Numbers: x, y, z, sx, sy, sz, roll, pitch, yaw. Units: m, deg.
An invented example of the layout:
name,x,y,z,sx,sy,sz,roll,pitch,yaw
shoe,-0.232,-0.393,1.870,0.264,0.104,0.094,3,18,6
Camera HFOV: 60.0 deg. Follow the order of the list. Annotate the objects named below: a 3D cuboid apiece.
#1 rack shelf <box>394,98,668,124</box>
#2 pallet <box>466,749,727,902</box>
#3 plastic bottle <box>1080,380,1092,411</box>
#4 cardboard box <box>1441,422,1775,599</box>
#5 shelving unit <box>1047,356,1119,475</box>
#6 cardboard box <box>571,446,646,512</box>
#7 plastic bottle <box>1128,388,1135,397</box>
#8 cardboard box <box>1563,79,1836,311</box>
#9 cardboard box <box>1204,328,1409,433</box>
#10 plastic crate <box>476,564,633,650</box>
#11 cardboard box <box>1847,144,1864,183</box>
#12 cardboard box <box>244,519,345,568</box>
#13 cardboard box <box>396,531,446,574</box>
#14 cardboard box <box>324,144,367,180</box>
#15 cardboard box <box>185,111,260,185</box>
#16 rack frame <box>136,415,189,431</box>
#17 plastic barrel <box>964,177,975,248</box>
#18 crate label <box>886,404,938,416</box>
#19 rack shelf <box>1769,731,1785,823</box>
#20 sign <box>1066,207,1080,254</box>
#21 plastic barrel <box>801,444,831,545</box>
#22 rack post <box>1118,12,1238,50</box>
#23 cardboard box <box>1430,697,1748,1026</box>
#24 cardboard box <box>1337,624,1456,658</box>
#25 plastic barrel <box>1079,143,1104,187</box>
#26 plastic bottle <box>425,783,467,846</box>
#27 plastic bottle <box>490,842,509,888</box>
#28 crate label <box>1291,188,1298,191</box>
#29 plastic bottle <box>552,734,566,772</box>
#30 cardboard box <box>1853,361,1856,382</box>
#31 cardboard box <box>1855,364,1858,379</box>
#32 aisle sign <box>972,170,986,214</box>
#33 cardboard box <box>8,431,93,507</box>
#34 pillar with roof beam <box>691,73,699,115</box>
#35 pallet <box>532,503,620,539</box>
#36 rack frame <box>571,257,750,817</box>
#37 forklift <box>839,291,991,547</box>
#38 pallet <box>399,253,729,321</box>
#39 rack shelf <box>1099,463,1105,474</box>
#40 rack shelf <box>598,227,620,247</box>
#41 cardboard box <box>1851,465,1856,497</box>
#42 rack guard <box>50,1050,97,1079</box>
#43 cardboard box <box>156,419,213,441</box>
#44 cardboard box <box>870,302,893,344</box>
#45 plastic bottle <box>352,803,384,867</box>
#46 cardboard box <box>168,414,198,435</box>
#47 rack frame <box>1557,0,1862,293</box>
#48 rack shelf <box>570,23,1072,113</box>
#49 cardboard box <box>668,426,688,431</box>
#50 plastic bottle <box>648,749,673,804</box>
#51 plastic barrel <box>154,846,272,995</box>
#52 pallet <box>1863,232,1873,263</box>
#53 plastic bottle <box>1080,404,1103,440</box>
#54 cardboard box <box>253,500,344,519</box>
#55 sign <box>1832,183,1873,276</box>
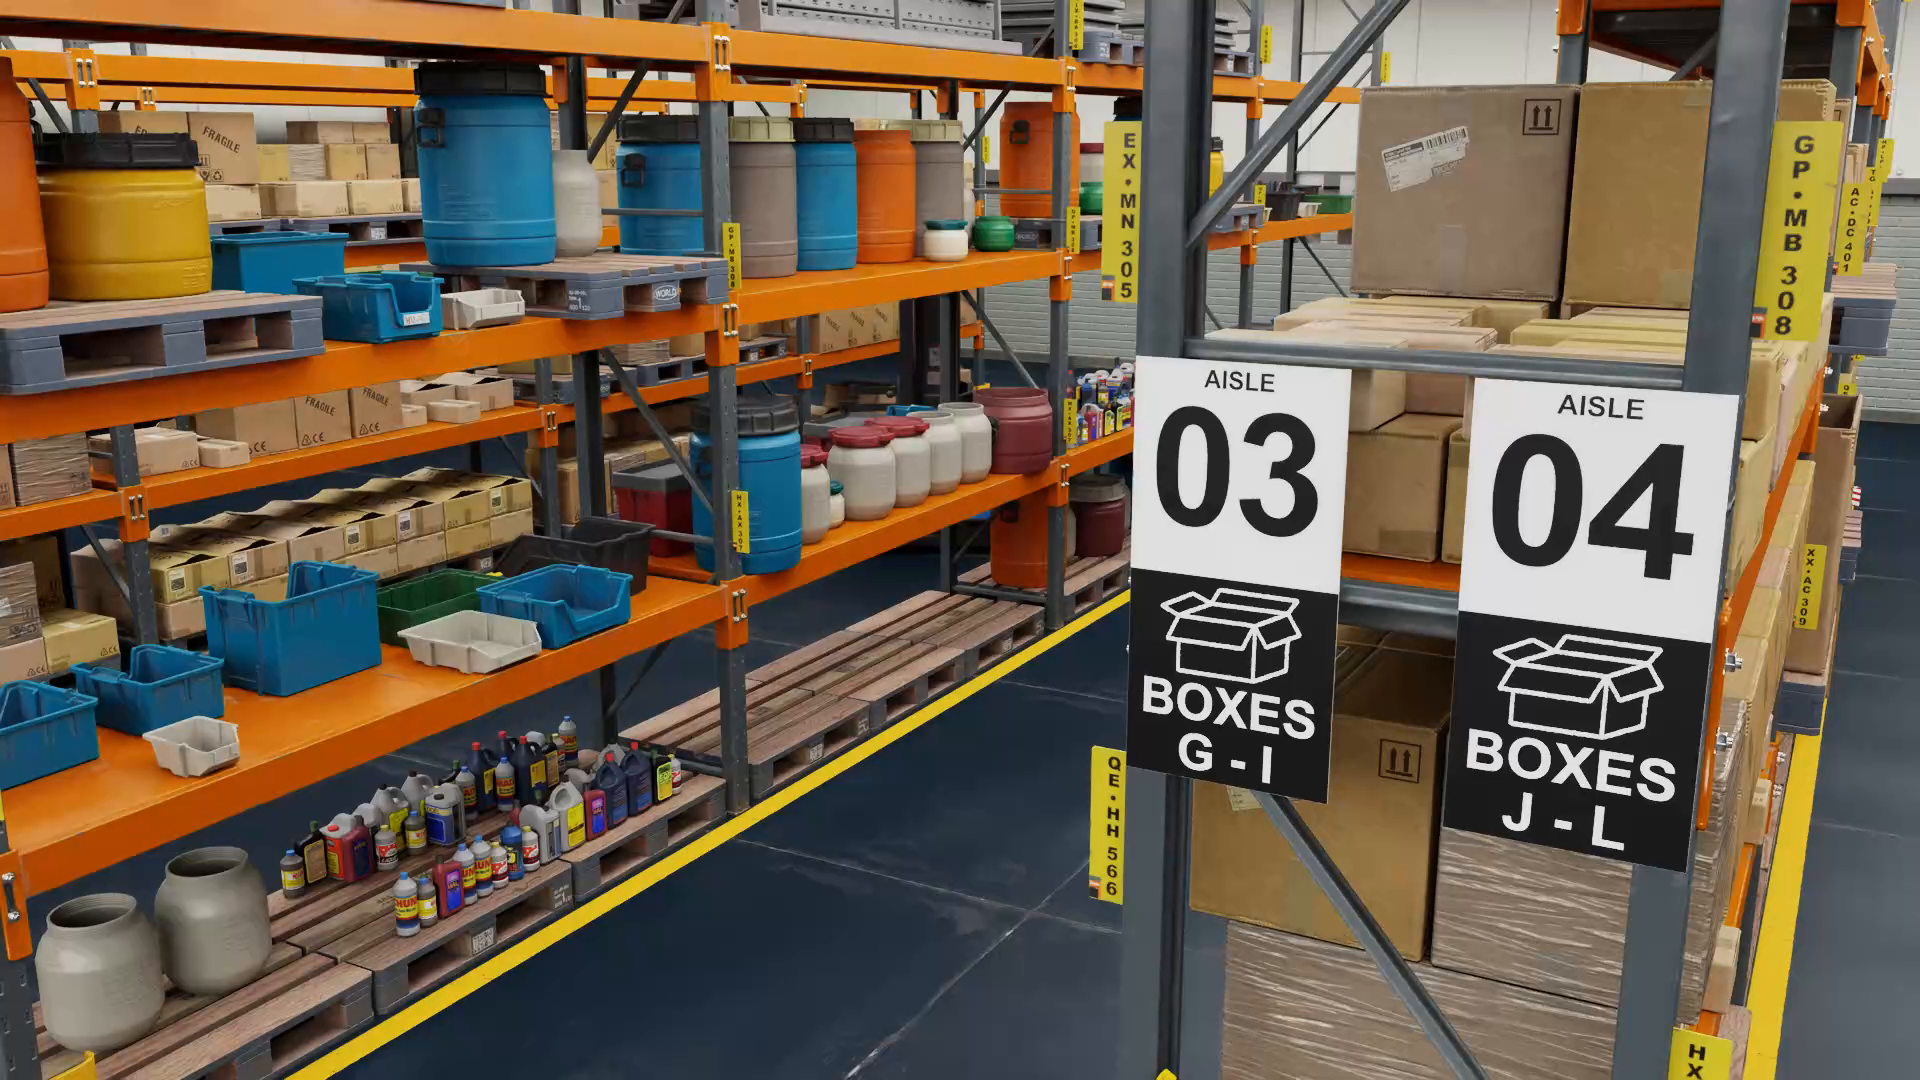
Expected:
name,x,y,z,sx,sy,sz,roll,pitch,yaw
rack shelf,-5.457,-5.571,21.546,1.077,0.370,4.000,7,15,28
pallet,-1.980,1.464,8.727,1.003,0.211,1.213,7,15,28
plastic bottle,1.084,-1.237,14.256,0.097,0.271,0.097,0,14,0
cardboard box,1.243,-0.098,3.175,0.500,0.250,0.500,8,16,30
shelving unit,1.180,-0.951,15.995,0.538,1.500,1.048,4,14,14
cardboard box,-3.301,-0.575,15.630,0.500,0.500,0.500,7,15,26
plastic bottle,1.478,-1.122,13.767,0.152,0.276,0.135,7,15,28
cardboard box,1.738,-0.811,3.900,0.500,0.500,0.500,7,15,28
cardboard box,0.645,-0.314,3.223,0.380,0.149,0.250,7,15,28
plastic crate,-1.916,0.305,7.900,0.499,0.251,0.616,7,15,28
cardboard box,4.148,-1.702,8.227,0.500,0.500,0.500,8,16,29
cardboard box,-5.039,0.008,12.590,0.500,0.311,0.500,7,15,26
cardboard box,-4.552,0.070,13.531,0.500,0.250,0.500,8,16,29
cardboard box,-7.158,-4.219,18.800,0.700,0.500,0.500,7,15,27
cardboard box,-5.365,-2.782,11.814,0.500,0.500,0.500,9,16,33
rack frame,-8.357,-1.968,17.012,1.000,3.000,0.127,7,15,28
plastic barrel,-0.103,-2.329,11.871,0.421,0.512,0.421,0,14,0
crate label,-0.402,-0.689,11.634,0.502,0.435,0.616,7,15,28
rack shelf,3.684,0.476,8.411,1.077,0.370,4.000,7,15,28
sign,0.800,-2.192,11.764,0.100,0.325,0.005,7,15,28
plastic barrel,-0.964,-0.262,9.647,0.433,0.535,0.433,0,14,0
rack post,1.814,-4.376,14.364,0.937,0.300,0.954,7,15,27
cardboard box,1.288,0.596,3.397,0.500,0.500,0.500,7,15,28
cardboard box,1.070,0.434,4.069,0.500,0.500,0.500,7,15,28
plastic barrel,1.040,-2.955,13.519,0.433,0.535,0.433,0,14,0
plastic bottle,-2.527,1.342,8.157,0.152,0.276,0.135,7,15,28
plastic bottle,-2.141,1.495,7.682,0.097,0.201,0.097,0,14,0
crate label,3.454,-3.720,18.197,0.408,0.251,0.502,7,15,28
plastic bottle,-2.205,1.158,9.077,0.097,0.201,0.097,0,14,0
cardboard box,7.777,-1.552,14.972,0.500,0.250,0.500,7,15,28
cardboard box,8.510,-1.639,16.186,0.380,0.149,0.250,8,15,29
aisle sign,0.149,-4.292,21.105,0.394,0.787,0.004,7,15,28
cardboard box,-6.162,-0.543,10.891,0.700,0.500,0.500,7,15,27
pillar with roof beam,-0.173,-6.690,23.798,9.100,9.000,0.400,7,15,28
pallet,-3.625,-0.201,15.632,1.003,0.211,1.213,7,15,28
rack frame,-1.618,-0.025,8.952,1.000,3.000,0.127,7,15,28
forklift,-0.711,-1.432,14.936,3.031,2.935,1.130,0,14,1
pallet,-1.882,-1.232,7.963,1.213,0.211,1.003,7,15,28
rack shelf,1.180,-0.776,16.037,0.538,0.185,1.000,4,14,14
rack shelf,-3.052,-2.926,16.122,1.077,0.370,4.000,7,15,28
cardboard box,6.293,-0.142,13.078,1.225,0.875,0.875,7,15,28
rack guard,-3.557,1.990,5.928,1.175,0.500,0.348,7,15,28
cardboard box,-5.688,-0.722,12.133,0.396,0.266,0.258,7,15,27
cardboard box,-1.112,-2.558,19.247,0.500,0.500,0.500,7,15,28
plastic bottle,-2.835,1.403,7.904,0.152,0.276,0.135,7,15,26
cardboard box,-7.887,-1.263,17.779,0.750,0.750,0.750,7,15,27
rack frame,2.717,-2.380,5.921,1.000,3.000,0.127,7,15,28
rack shelf,-0.652,-2.807,10.082,1.077,0.370,4.000,7,15,28
cardboard box,-3.029,-0.943,17.155,0.500,0.500,0.500,8,15,29
plastic bottle,-1.562,1.218,8.654,0.061,0.283,0.133,8,16,31
plastic barrel,-3.059,1.555,6.813,0.421,0.512,0.421,0,14,0
pallet,4.916,-1.789,10.272,1.213,0.211,1.003,8,16,31
plastic bottle,1.031,-0.932,12.981,0.152,0.276,0.135,7,15,28
cardboard box,-5.272,-0.155,13.265,0.500,0.311,0.500,7,15,27
sign,3.196,-1.113,5.964,0.100,0.325,0.005,7,15,28
